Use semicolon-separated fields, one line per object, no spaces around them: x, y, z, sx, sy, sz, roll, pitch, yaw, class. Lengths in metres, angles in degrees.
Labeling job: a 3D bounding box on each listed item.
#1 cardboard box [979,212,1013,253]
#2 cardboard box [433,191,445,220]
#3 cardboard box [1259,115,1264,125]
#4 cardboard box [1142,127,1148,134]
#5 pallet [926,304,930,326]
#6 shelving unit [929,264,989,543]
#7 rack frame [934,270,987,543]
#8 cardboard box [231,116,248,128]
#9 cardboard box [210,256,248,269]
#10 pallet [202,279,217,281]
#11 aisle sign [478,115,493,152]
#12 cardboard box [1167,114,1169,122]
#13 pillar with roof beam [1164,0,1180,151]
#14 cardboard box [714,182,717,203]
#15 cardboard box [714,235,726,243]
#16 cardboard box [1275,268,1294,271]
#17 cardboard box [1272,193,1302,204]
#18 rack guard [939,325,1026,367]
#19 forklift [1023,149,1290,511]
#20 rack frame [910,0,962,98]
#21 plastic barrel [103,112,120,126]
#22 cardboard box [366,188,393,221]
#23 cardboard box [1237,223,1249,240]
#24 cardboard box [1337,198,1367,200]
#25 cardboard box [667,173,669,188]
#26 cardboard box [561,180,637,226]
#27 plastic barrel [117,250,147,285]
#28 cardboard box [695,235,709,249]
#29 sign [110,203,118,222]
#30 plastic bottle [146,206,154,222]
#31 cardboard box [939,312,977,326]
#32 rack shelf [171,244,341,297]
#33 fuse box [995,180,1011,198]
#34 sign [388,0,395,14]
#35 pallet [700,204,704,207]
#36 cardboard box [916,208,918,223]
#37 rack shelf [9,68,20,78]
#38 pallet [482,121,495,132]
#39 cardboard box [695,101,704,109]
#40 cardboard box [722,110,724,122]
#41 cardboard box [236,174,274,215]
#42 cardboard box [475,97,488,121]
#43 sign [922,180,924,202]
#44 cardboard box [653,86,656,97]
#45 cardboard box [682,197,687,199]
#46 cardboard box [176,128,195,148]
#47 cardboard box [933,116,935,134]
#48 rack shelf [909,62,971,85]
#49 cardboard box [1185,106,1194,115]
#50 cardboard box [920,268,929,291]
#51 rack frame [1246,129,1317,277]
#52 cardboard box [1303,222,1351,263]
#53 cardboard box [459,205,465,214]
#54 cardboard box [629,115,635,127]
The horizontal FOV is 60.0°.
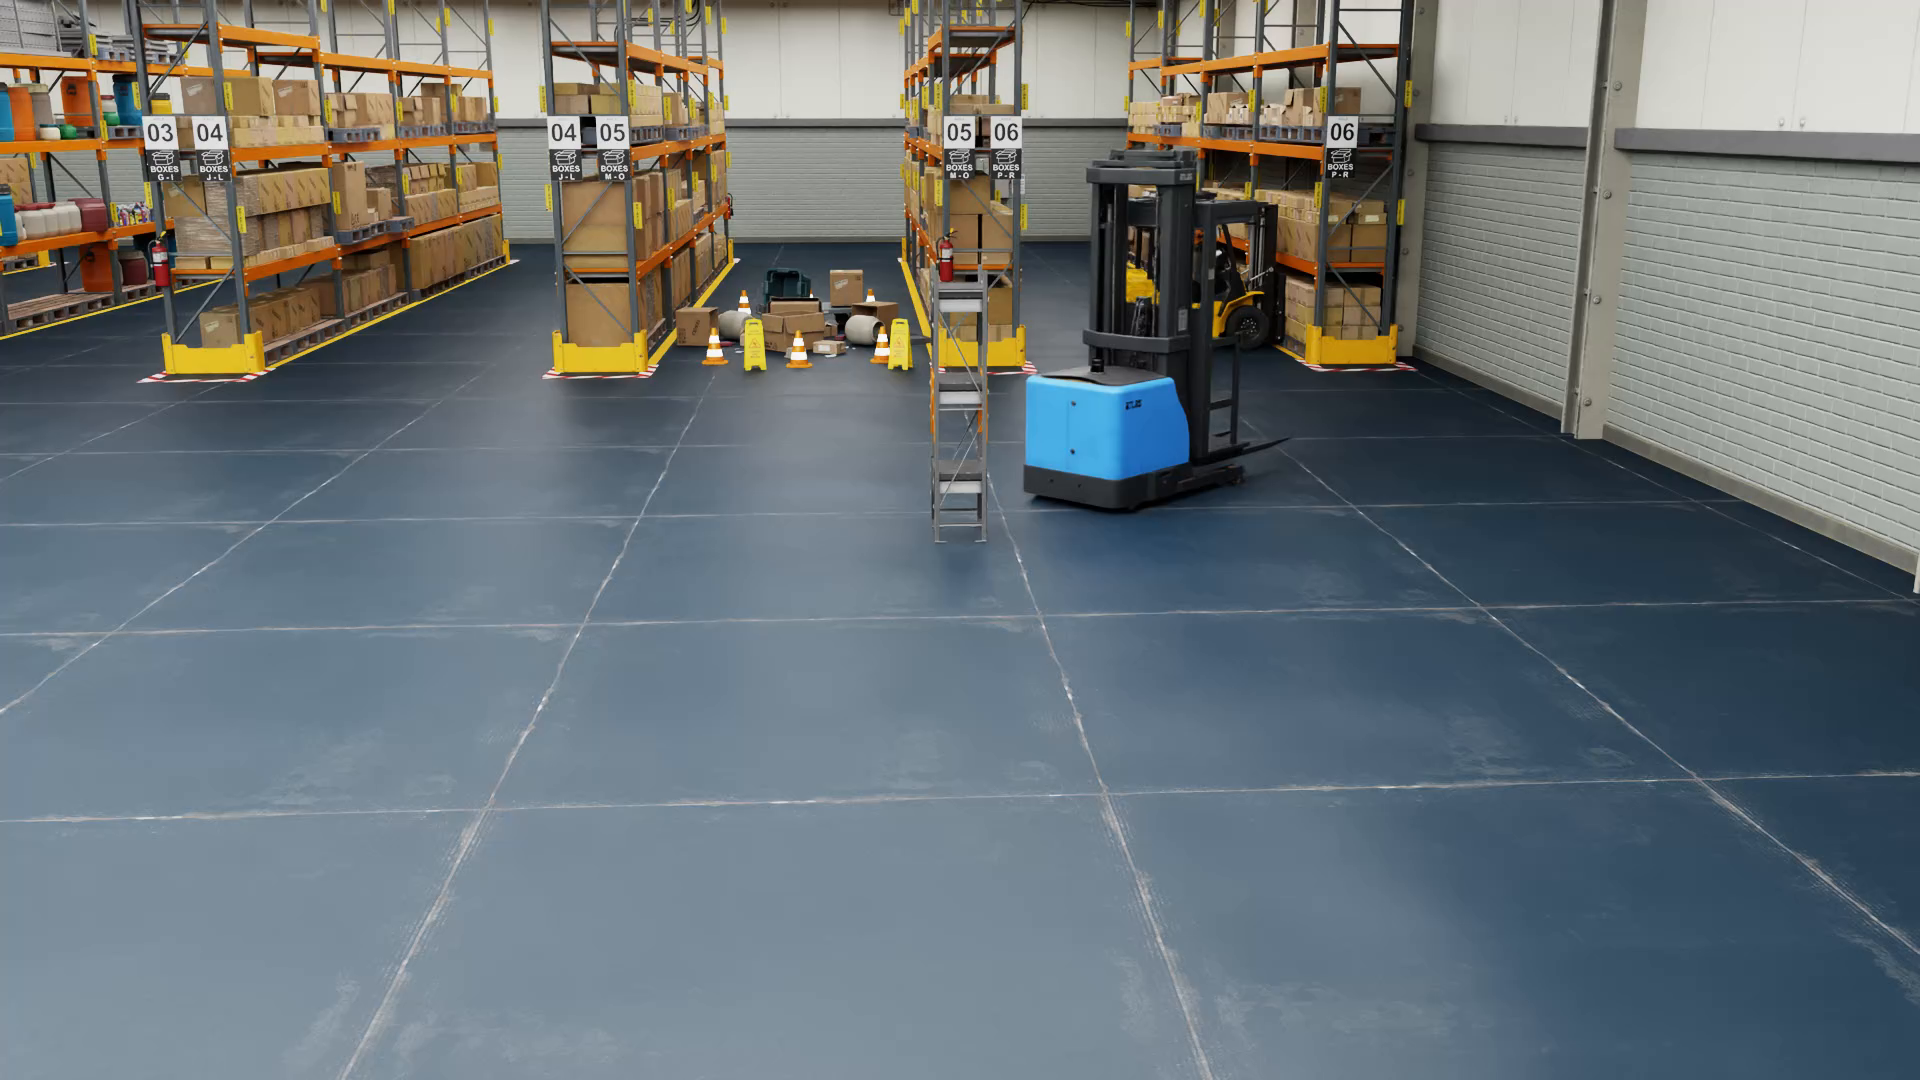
0.526;-4.082;22.074;0.500;0.500;0.500;-1;14;-4;cardboard box
-9.992;-6.282;31.223;0.500;0.500;0.500;-1;14;-4;cardboard box
4.709;-6.306;24.958;0.380;0.149;0.250;-1;14;-2;cardboard box
4.047;-8.628;35.024;0.380;0.149;0.250;-1;14;-2;cardboard box
-0.019;-3.605;26.616;1.003;0.211;1.213;-1;14;-3;pallet
-0.010;-1.058;12.925;0.431;2.100;0.503;-1;14;-3;shelving unit
0.005;-0.997;12.689;0.400;2.100;0.015;-1;14;-3;rack frame
-9.318;-5.326;21.187;0.380;0.149;0.250;-1;14;-2;cardboard box
-9.392;-3.567;21.376;0.380;0.149;0.250;-1;14;-3;cardboard box
-15.384;-5.354;33.413;1.003;0.211;1.213;-1;14;-3;pallet
-10.309;-8.875;36.284;0.394;0.787;0.004;-1;14;-3;aisle sign
4.176;-8.078;31.843;0.380;0.149;0.250;-1;14;-4;cardboard box
0.677;-11.348;39.071;9.100;9.000;0.400;-1;14;-3;pillar with roof beam
-5.216;-7.093;33.776;0.500;0.500;0.500;-1;14;-3;cardboard box
-5.260;-6.502;35.964;0.380;0.149;0.250;-1;14;-5;cardboard box
4.723;-3.943;25.002;0.500;0.250;0.500;-1;14;-3;cardboard box
4.796;-5.006;24.363;0.380;0.149;0.250;-1;14;-4;cardboard box
0.274;-2.576;22.034;1.175;0.500;0.348;-1;14;-3;rack guard
1.909;-1.965;14.783;1.130;2.935;3.031;13;19;40;forklift
-0.465;-9.657;32.501;1.000;3.000;0.127;-1;14;-3;rack frame
-14.888;-7.376;29.122;0.294;0.245;0.294;0;14;0;plastic barrel
-9.901;-5.585;27.670;0.700;0.500;0.500;1;14;5;cardboard box
4.692;-4.889;26.307;0.500;0.250;0.500;-1;14;-2;cardboard box
5.411;-4.631;22.907;0.380;0.149;0.250;-1;14;-3;cardboard box
-5.005;-5.570;26.449;0.700;0.500;0.500;-1;14;-3;cardboard box
-4.640;-4.354;21.463;0.875;0.550;0.550;-1;14;-3;cardboard box
-15.169;-4.965;30.302;0.600;0.588;0.708;-1;14;-3;plastic barrel
-5.082;-5.697;31.817;0.500;0.250;0.500;0;14;-1;cardboard box
-14.503;-5.617;28.510;0.100;0.325;0.005;-1;14;-3;sign
-14.848;-6.001;30.429;0.144;0.351;0.185;-1;14;-3;plastic bottle
-0.032;-3.198;22.605;0.500;0.500;0.500;-1;14;-3;cardboard box
-9.737;-3.764;23.078;1.077;0.370;4.000;-1;14;-3;rack shelf
1.020;-8.521;42.710;0.539;1.711;0.414;-1;14;-3;fuse box
-9.567;-9.011;27.956;0.100;0.325;0.005;-1;14;-3;sign
-5.497;-6.365;32.130;1.003;0.211;1.213;-1;14;-3;pallet
-0.555;-5.933;30.367;0.500;0.250;0.500;-1;14;-2;cardboard box
-20.368;-9.500;33.339;1.077;0.370;4.000;-1;14;-3;rack shelf
-10.548;-8.819;35.441;1.003;0.211;1.213;-1;14;-3;pallet
-5.176;-8.542;32.683;0.380;0.149;0.250;-1;14;-4;cardboard box
-5.365;-9.157;35.873;0.500;0.250;0.500;-1;14;-5;cardboard box
-9.399;-4.557;21.912;0.500;0.500;0.500;-1;14;-3;cardboard box
-10.518;-9.218;35.570;0.700;0.500;0.500;-2;15;-7;cardboard box
-0.523;-5.314;25.335;0.100;0.325;0.005;-1;14;-3;sign
-4.517;-6.356;23.552;0.380;0.149;0.250;-1;14;-2;cardboard box
-4.981;-6.005;29.409;0.380;0.149;0.250;0;14;-1;cardboard box
-9.896;-5.111;21.151;0.500;0.250;0.500;-1;14;-2;cardboard box
-0.123;-5.794;23.211;0.500;0.250;0.500;-1;14;-3;cardboard box
-0.341;-8.618;30.707;1.077;0.370;4.000;-1;14;-3;rack shelf
4.358;-7.893;30.567;0.380;0.149;0.250;-1;14;-5;cardboard box
-0.192;-4.547;29.111;0.950;0.372;0.625;-2;15;-7;cardboard box
4.984;-4.840;25.817;1.000;3.000;0.127;-1;14;-3;rack frame
4.940;-4.012;22.398;0.500;0.500;0.500;-1;14;-5;cardboard box
-10.043;-6.556;32.991;0.380;0.149;0.250;-1;14;-3;cardboard box
-4.357;-5.339;21.198;0.380;0.149;0.250;-1;14;-3;cardboard box
